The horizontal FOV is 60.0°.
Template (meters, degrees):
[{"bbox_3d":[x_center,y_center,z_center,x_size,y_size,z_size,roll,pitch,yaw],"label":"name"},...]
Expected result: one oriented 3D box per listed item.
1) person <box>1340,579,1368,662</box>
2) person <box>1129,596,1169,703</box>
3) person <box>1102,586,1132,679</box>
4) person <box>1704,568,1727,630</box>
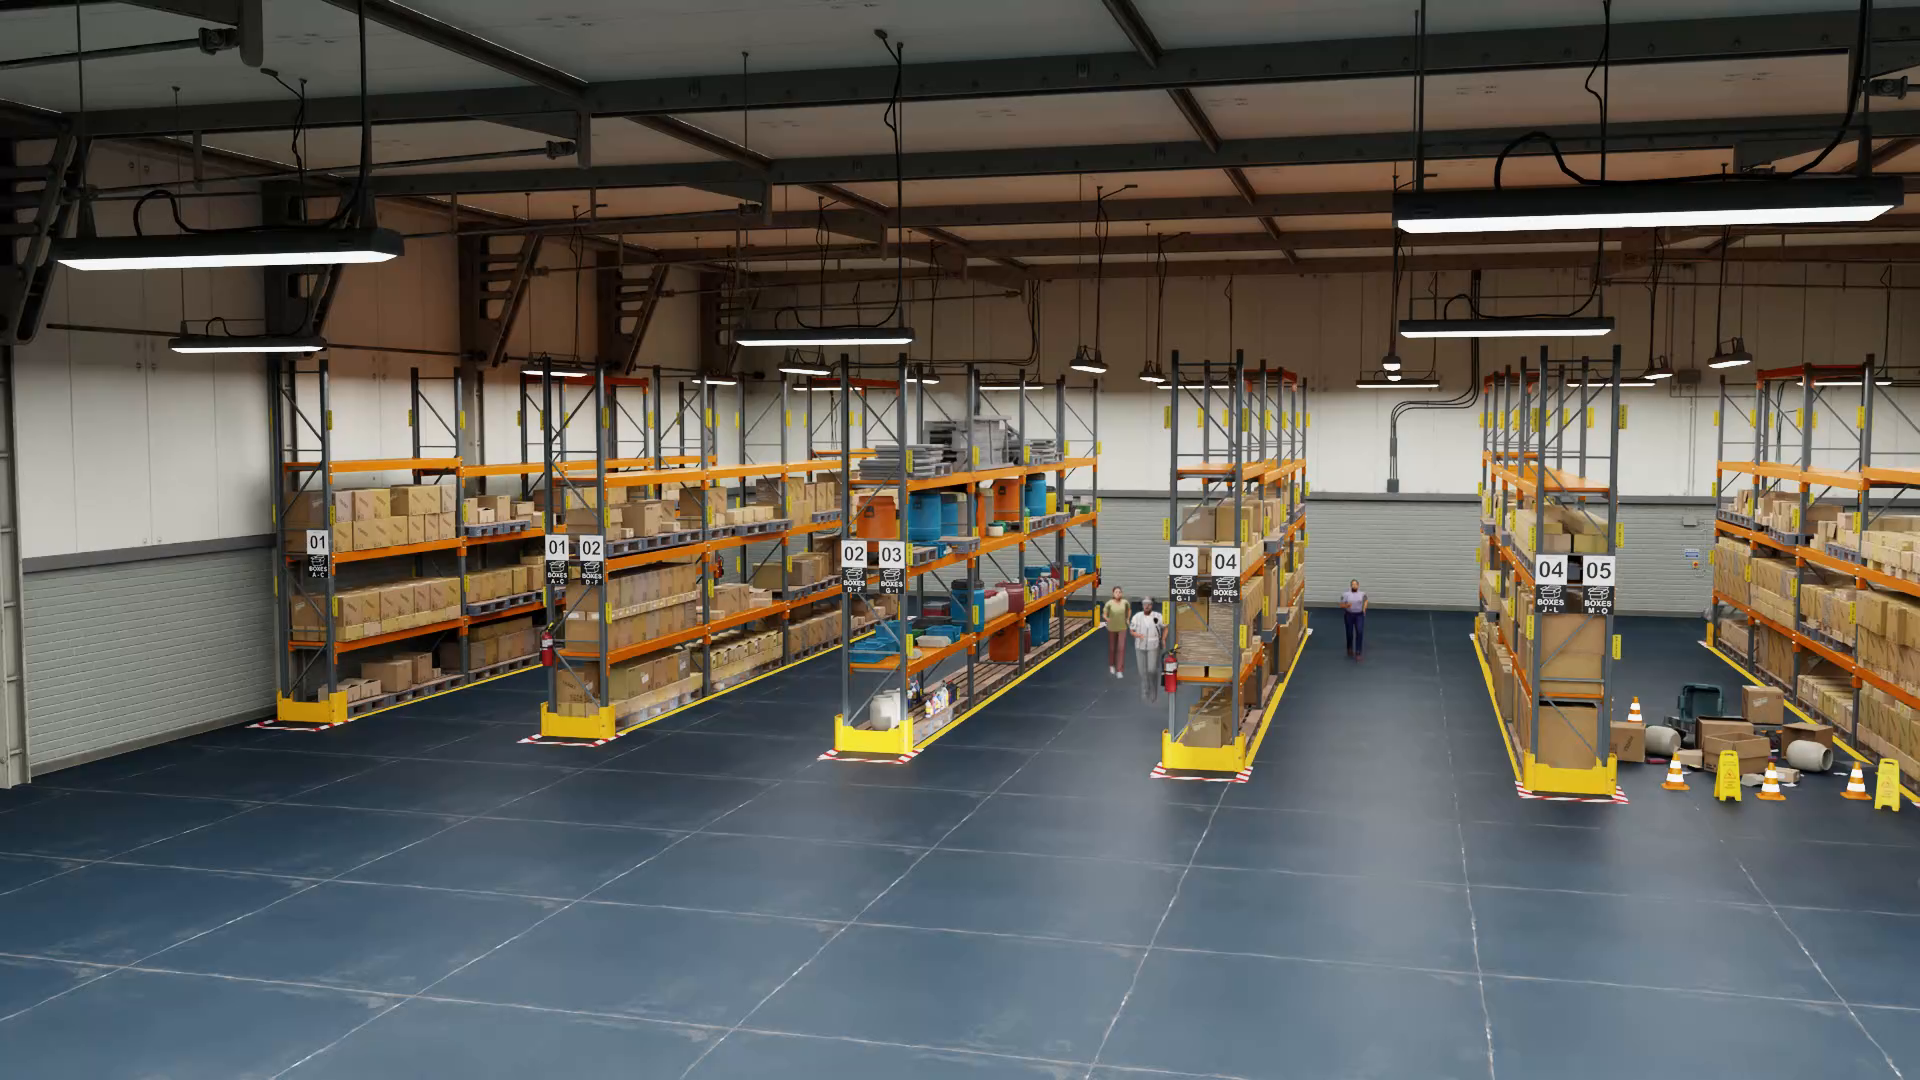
[{"bbox_3d":[8.255,1.663,34.857,0.598,1.660,0.874,1,4,10],"label":"person"},{"bbox_3d":[3.160,1.841,27.960,0.646,1.814,0.645,1,4,13],"label":"person"},{"bbox_3d":[2.897,1.674,30.656,0.562,1.671,0.855,0,4,-2],"label":"person"},{"bbox_3d":[17.330,1.412,38.091,0.514,1.701,0.763,3,5,36],"label":"person"}]
